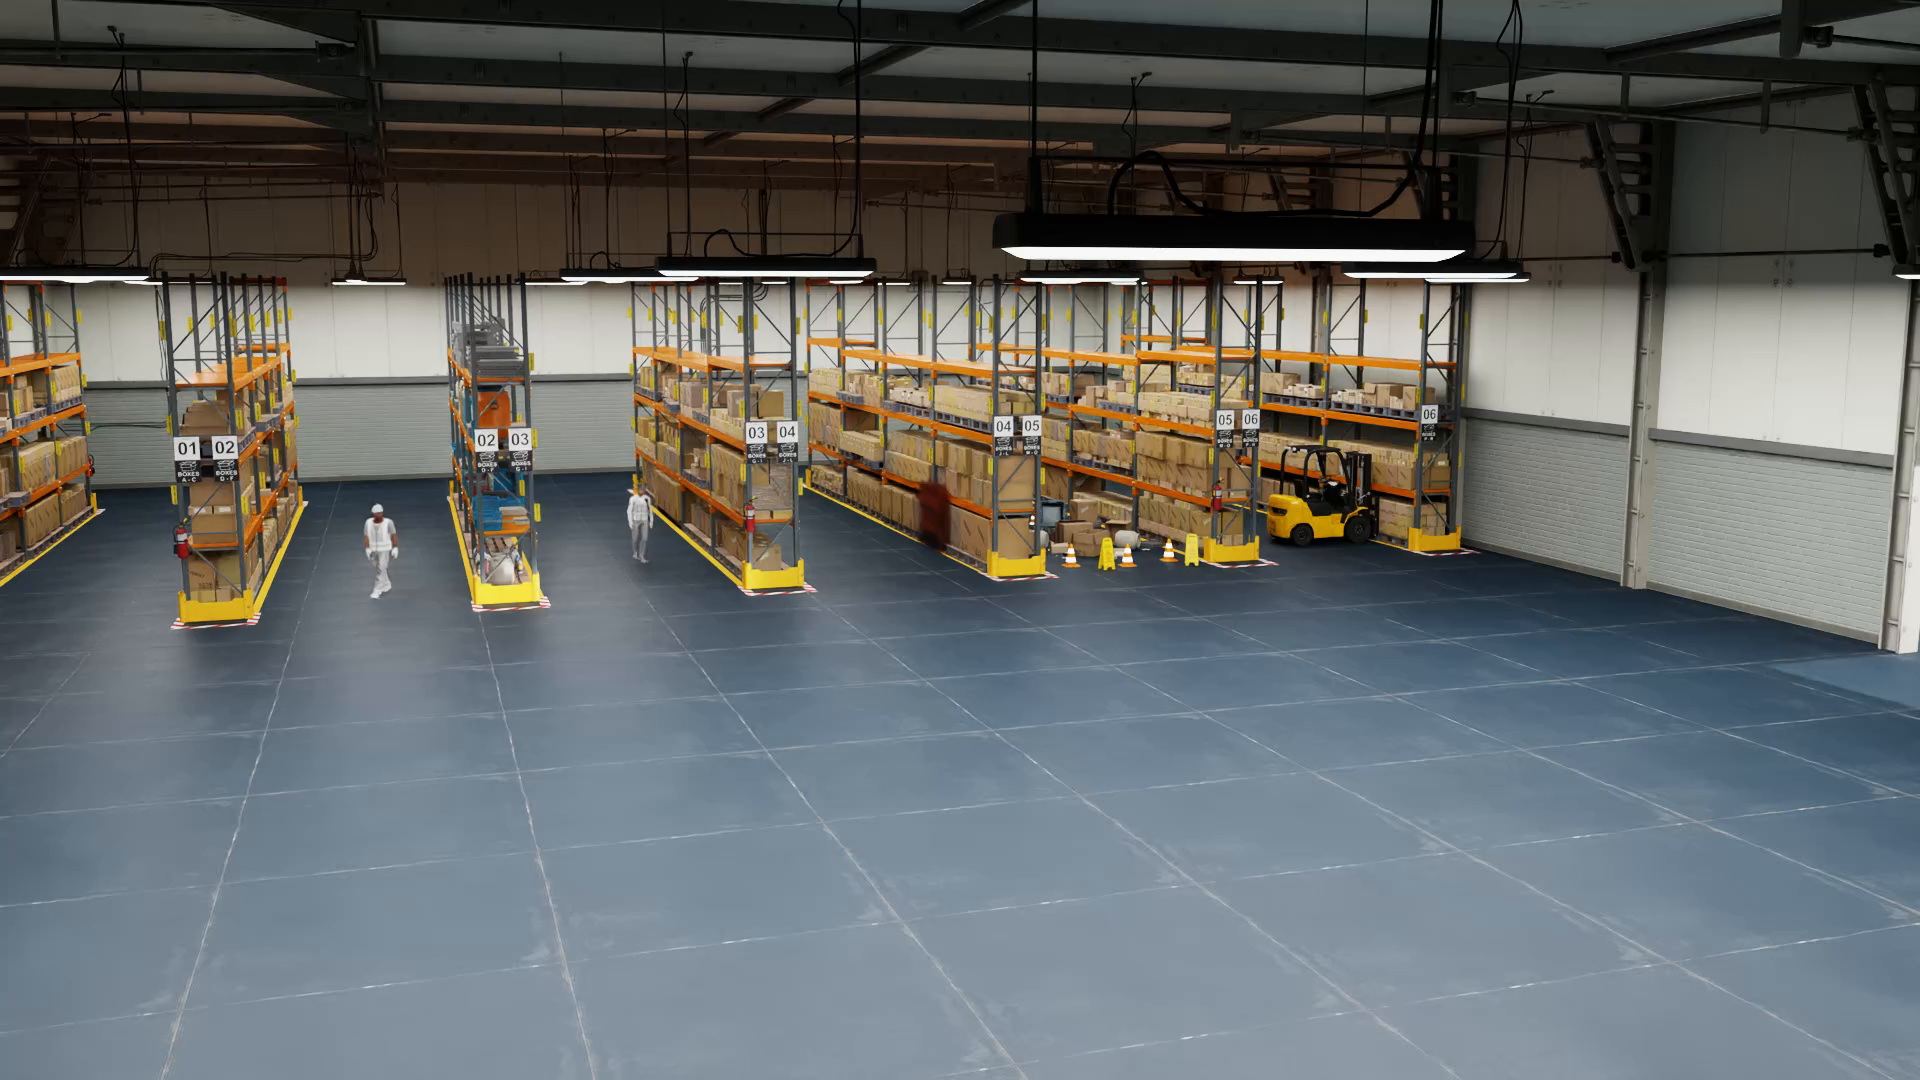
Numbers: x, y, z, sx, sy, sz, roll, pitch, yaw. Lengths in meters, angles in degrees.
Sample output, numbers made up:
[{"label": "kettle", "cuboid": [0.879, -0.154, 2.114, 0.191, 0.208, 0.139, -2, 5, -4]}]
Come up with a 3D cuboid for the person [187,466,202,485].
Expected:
[{"label": "person", "cuboid": [-18.952, -1.285, 41.431, 0.559, 1.555, 0.743, -1, 9, -9]}]

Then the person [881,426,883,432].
[{"label": "person", "cuboid": [-2.464, -2.861, 51.637, 0.424, 1.577, 0.659, 8, 12, 43]}]

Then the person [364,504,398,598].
[{"label": "person", "cuboid": [-10.856, 0.188, 31.067, 0.550, 1.719, 1.055, 0, 9, 3]}]

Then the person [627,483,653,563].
[{"label": "person", "cuboid": [-6.758, -0.363, 35.197, 0.560, 1.694, 0.636, -4, 9, -23]}]
